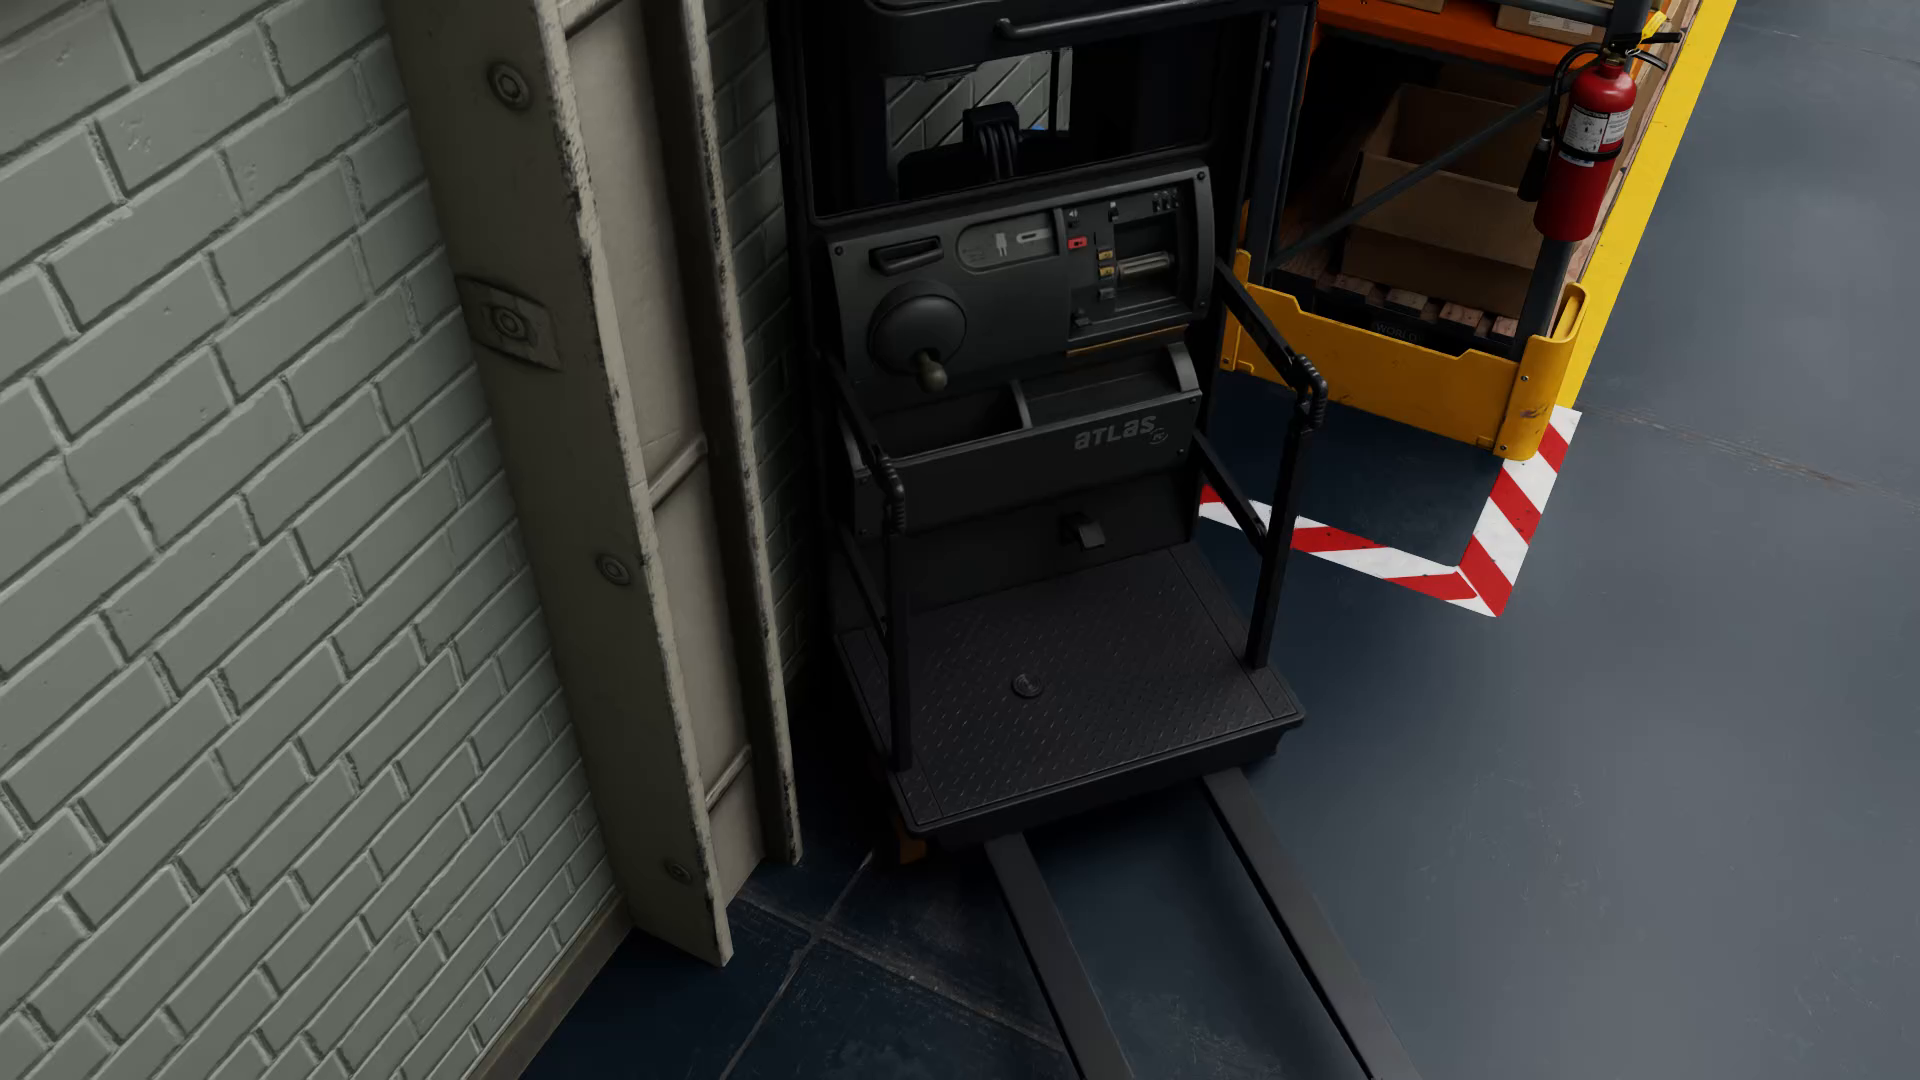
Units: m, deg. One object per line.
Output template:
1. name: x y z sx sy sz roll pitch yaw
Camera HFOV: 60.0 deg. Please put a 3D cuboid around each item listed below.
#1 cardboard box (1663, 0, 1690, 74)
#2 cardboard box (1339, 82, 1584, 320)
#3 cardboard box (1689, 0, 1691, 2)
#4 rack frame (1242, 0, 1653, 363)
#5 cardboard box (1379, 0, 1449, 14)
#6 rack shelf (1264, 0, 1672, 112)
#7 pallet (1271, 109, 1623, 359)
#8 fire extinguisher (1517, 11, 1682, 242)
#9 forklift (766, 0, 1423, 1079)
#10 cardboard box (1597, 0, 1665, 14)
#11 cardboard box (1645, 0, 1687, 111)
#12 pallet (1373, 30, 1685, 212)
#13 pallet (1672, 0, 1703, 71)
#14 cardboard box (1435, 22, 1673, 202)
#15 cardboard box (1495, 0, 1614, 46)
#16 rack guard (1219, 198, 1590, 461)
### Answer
1. cardboard box: 2.689 -2.355 6.931 0.700 0.500 0.500 19 48 18
2. cardboard box: 1.776 -1.176 5.764 0.797 0.503 0.637 19 48 18
3. cardboard box: 3.101 -2.586 7.324 0.396 0.266 0.258 22 49 20
4. rack frame: 1.408 -1.552 4.675 1.000 3.000 0.127 20 49 19
5. cardboard box: 1.324 -1.761 5.059 0.380 0.149 0.250 20 49 19
6. rack shelf: 2.337 -2.559 6.176 1.077 0.370 4.000 20 49 19
7. pallet: 1.813 -1.122 6.211 1.003 0.211 1.213 20 49 19
8. fire extinguisher: 1.749 -1.149 4.593 0.296 0.674 0.183 20 49 19
9. forklift: 0.230 -0.512 3.696 1.130 2.935 3.031 -14 47 -14
10. cardboard box: 1.858 -1.801 4.817 0.500 0.250 0.500 21 49 19
11. cardboard box: 2.541 -2.001 6.581 0.500 0.500 0.500 21 49 20
12. pallet: 2.380 -1.888 6.968 1.003 0.211 1.213 20 49 19
13. pallet: 2.945 -2.660 7.730 1.003 0.211 1.213 20 49 19
14. cardboard box: 2.207 -1.701 6.284 0.700 0.500 0.500 22 49 21
15. cardboard box: 1.804 -1.581 4.880 0.380 0.149 0.250 20 49 19
16. rack guard: 1.444 -0.722 5.612 1.175 0.500 0.348 20 49 19
